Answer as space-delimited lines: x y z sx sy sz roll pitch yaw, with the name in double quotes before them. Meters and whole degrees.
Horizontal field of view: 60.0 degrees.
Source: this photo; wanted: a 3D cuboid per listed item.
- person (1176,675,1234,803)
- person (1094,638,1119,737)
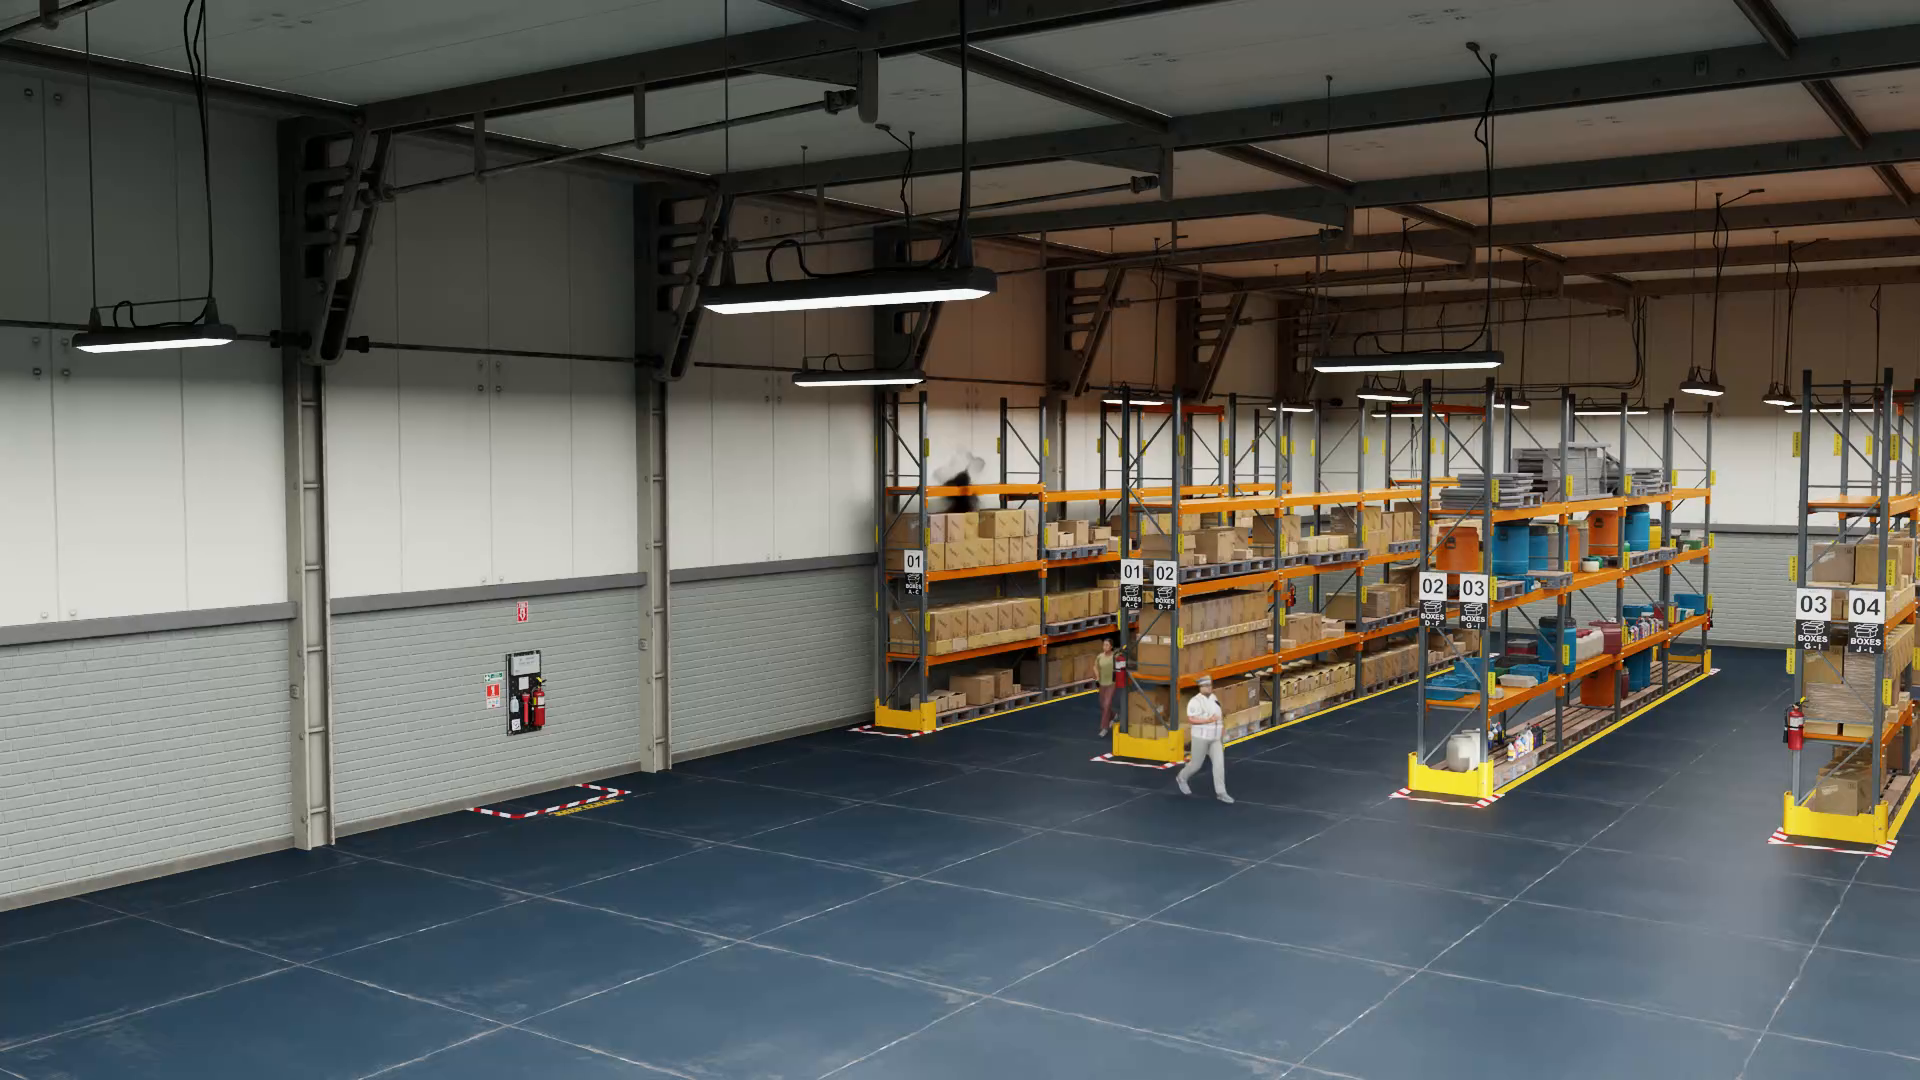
"person" 3.483 2.784 23.545 0.672 1.757 0.991 -2 4 -32
"person" 2.620 2.556 29.146 0.599 1.677 0.817 2 4 30
